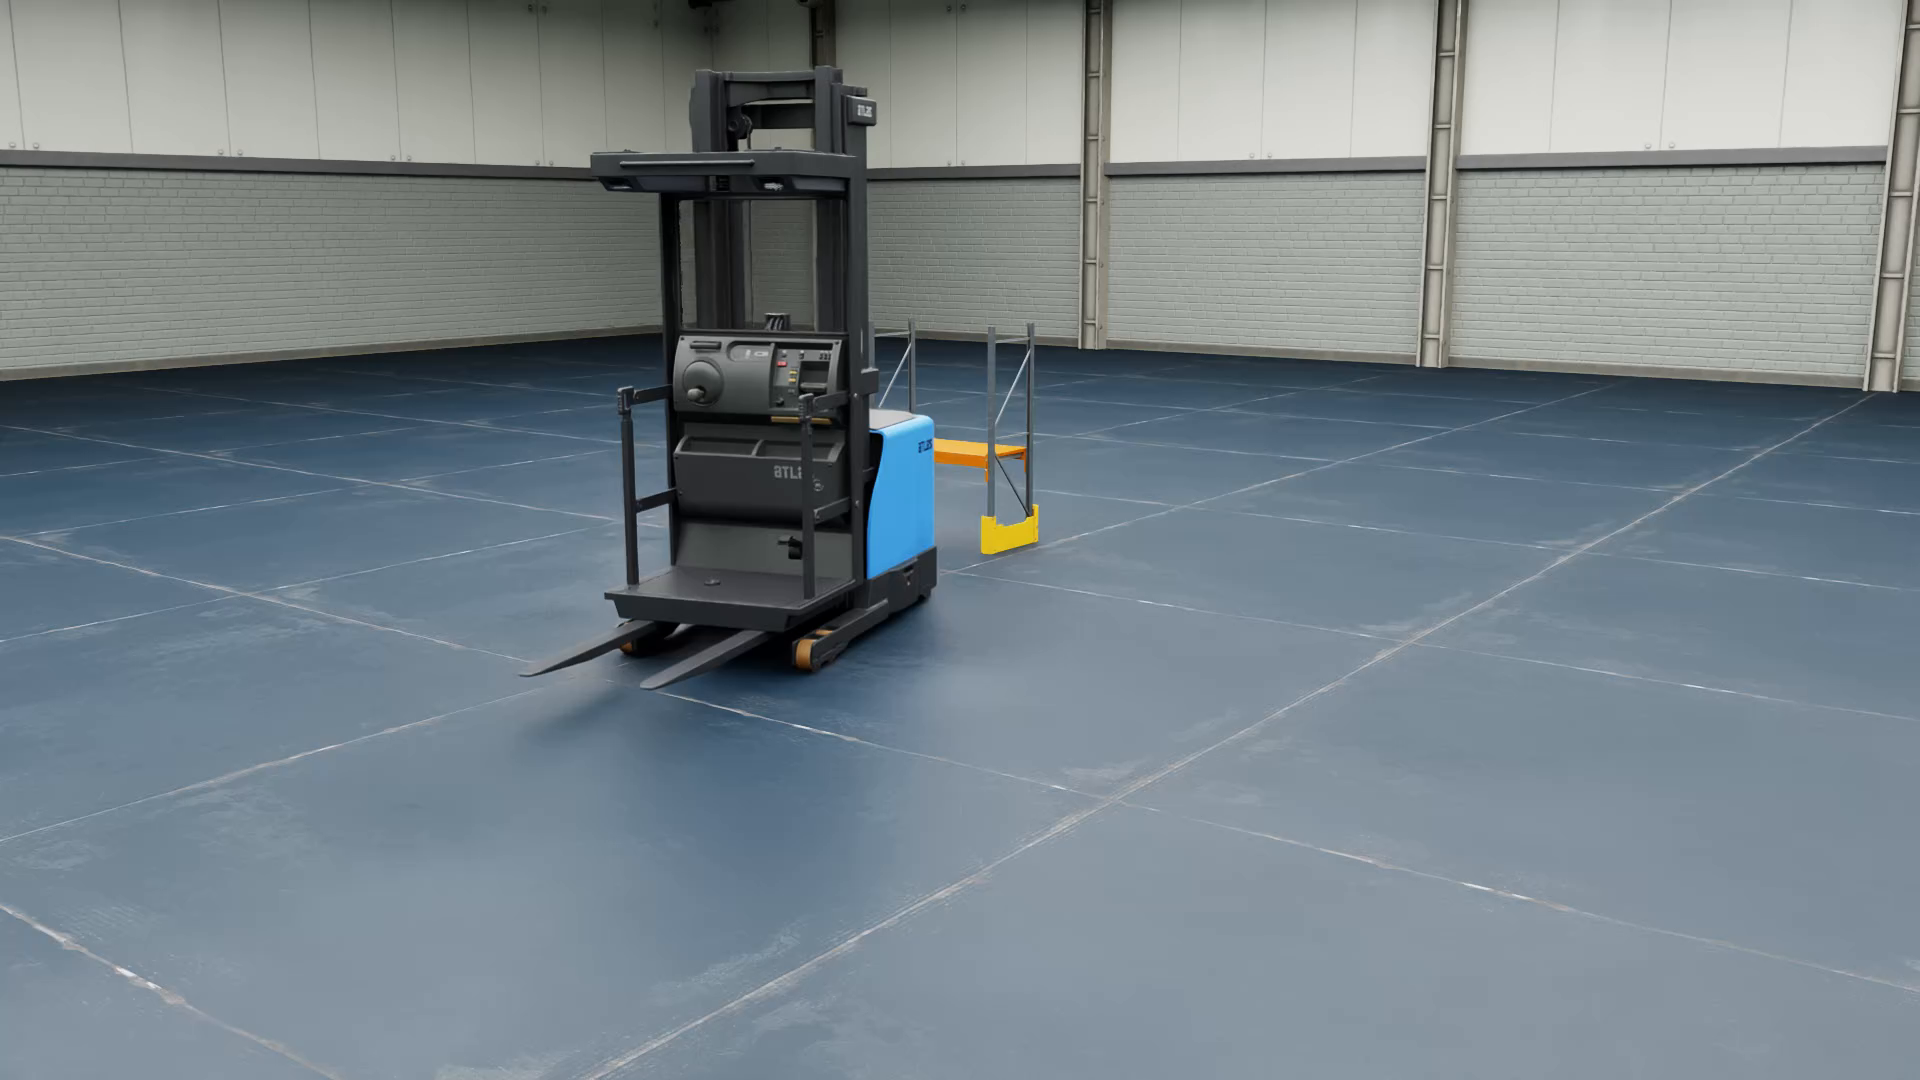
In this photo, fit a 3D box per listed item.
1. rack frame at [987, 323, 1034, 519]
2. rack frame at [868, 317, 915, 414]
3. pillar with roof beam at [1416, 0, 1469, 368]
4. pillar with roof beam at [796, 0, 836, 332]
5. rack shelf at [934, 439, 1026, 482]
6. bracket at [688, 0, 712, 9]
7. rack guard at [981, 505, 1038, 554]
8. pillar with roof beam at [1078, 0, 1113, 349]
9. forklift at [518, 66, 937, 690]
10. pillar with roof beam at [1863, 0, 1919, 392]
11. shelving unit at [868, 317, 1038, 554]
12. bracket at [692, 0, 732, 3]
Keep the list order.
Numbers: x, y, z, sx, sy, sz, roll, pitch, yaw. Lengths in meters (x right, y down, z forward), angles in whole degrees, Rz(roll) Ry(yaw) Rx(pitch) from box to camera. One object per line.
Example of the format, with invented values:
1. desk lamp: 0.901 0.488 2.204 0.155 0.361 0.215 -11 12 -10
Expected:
1. rack frame: 0.341 -0.689 11.141 0.032 1.500 0.500 8 13 36
2. rack frame: -0.478 -0.803 11.732 0.032 1.500 0.500 8 13 36
3. pillar with roof beam: 4.562 -6.373 20.778 0.400 9.000 9.100 8 13 36
4. pillar with roof beam: -5.110 -7.722 27.752 0.548 9.000 9.100 8 13 36
5. rack shelf: -0.069 -0.569 11.471 1.000 0.185 0.538 8 13 36
6. bracket: -5.017 -10.407 32.154 0.430 0.232 0.235 8 13 36
7. rack guard: 0.340 -0.075 11.261 0.087 0.250 0.587 8 13 36
8. pillar with roof beam: -0.274 -7.047 24.265 0.400 9.000 9.100 8 13 36
9. forklift: -1.115 -0.878 8.353 1.130 2.935 3.031 4 12 19
10. pillar with roof beam: 9.398 -5.698 17.292 0.400 9.000 9.100 8 13 36
11. shelving unit: -0.061 -0.745 11.432 1.083 1.500 0.587 8 13 36
12. bracket: -4.541 -10.340 31.811 3.189 0.066 0.076 8 13 36
